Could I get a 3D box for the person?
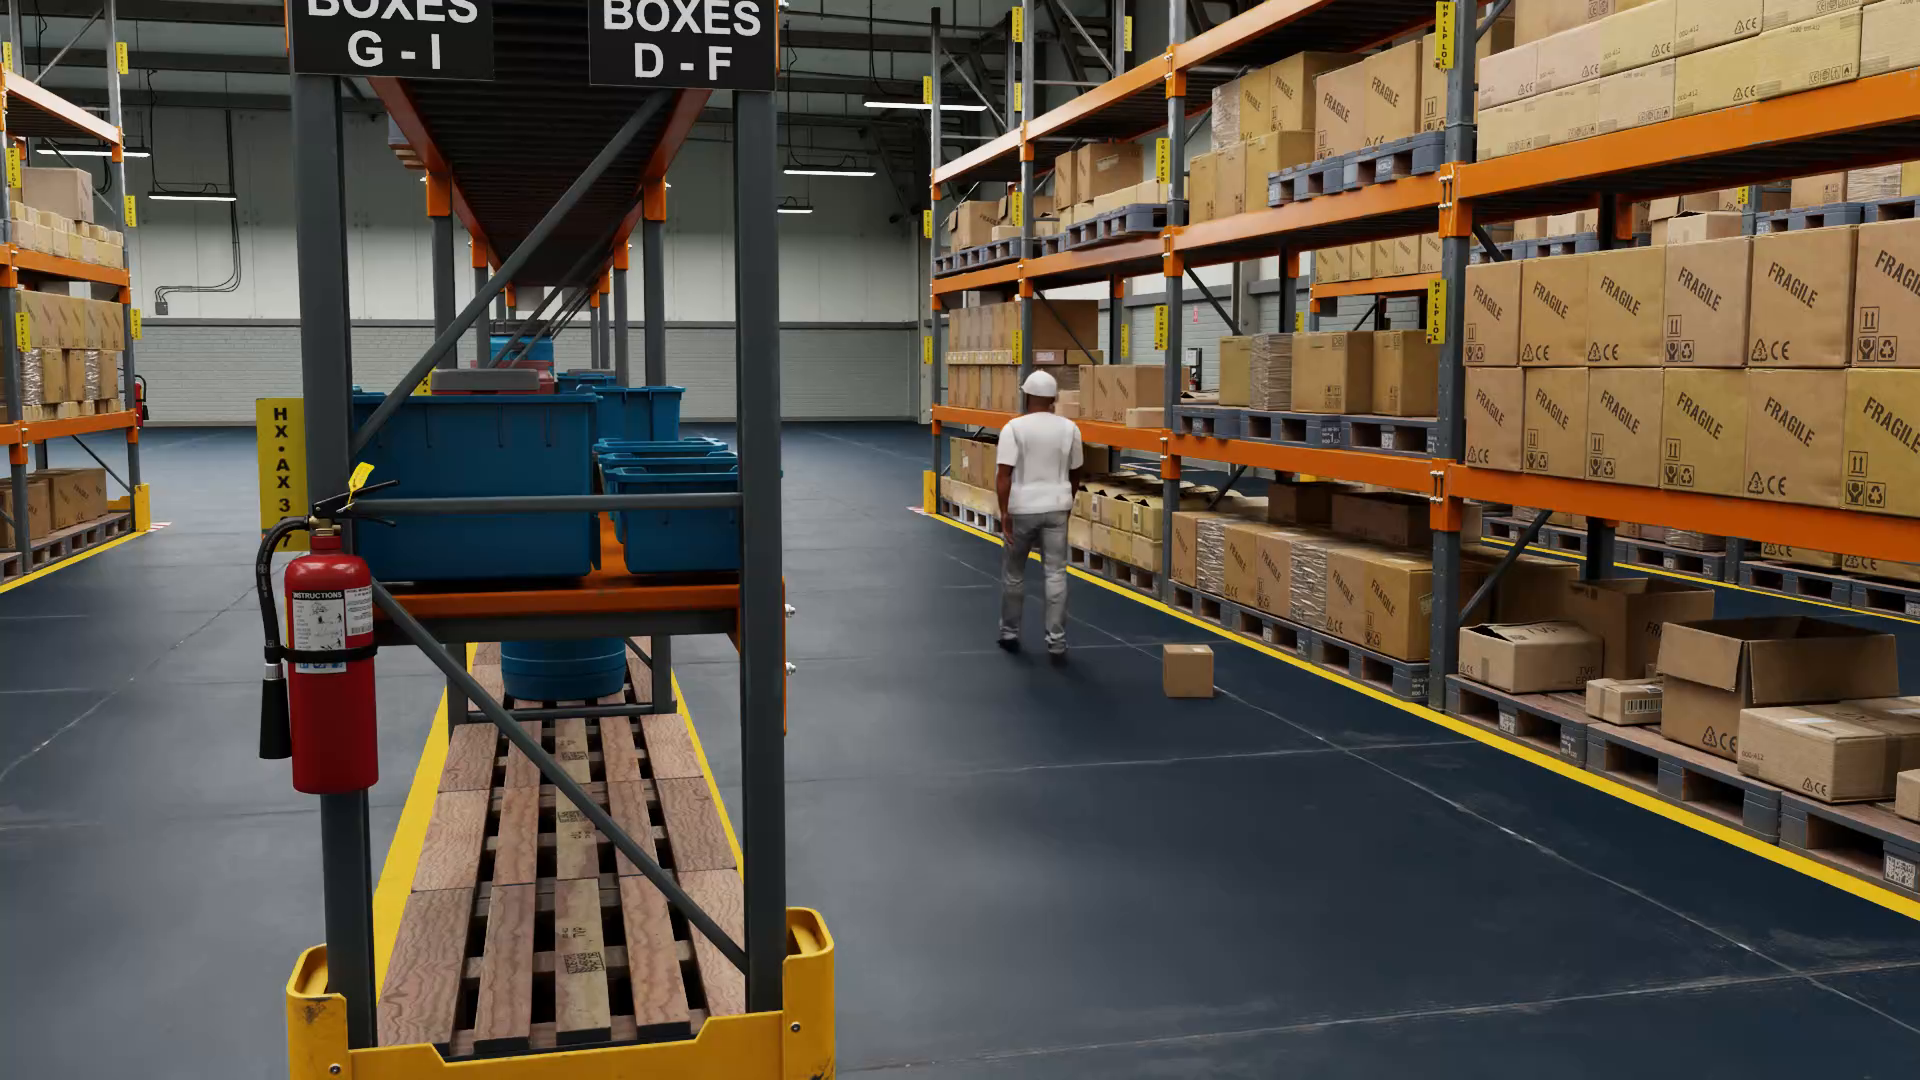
[{"bbox_3d":[0.481,-0.174,10.408,0.569,1.763,0.880,-1,6,-7],"label":"person"}]
